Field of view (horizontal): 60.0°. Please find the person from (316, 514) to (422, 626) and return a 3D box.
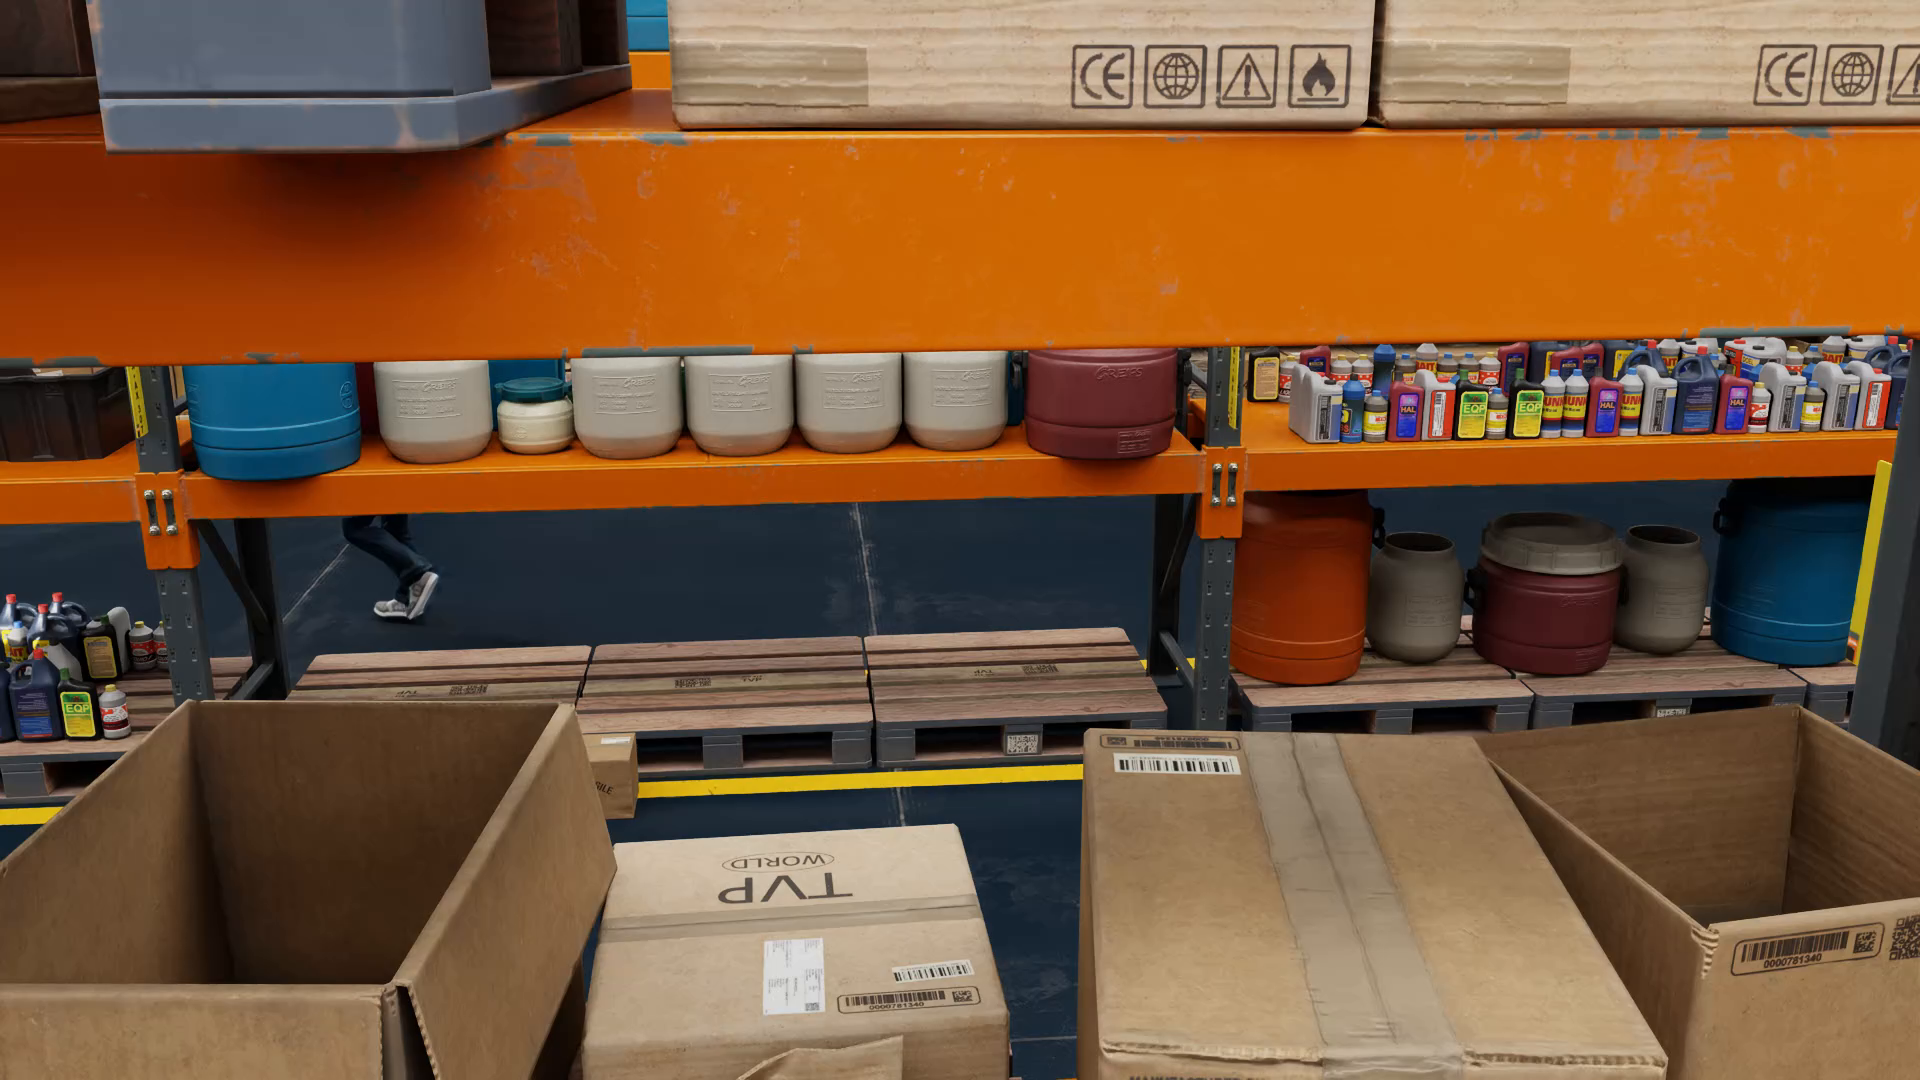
[{"bbox_3d":[-2.940,-0.369,8.227,0.449,1.606,0.421,4,18,14],"label":"person"}]
